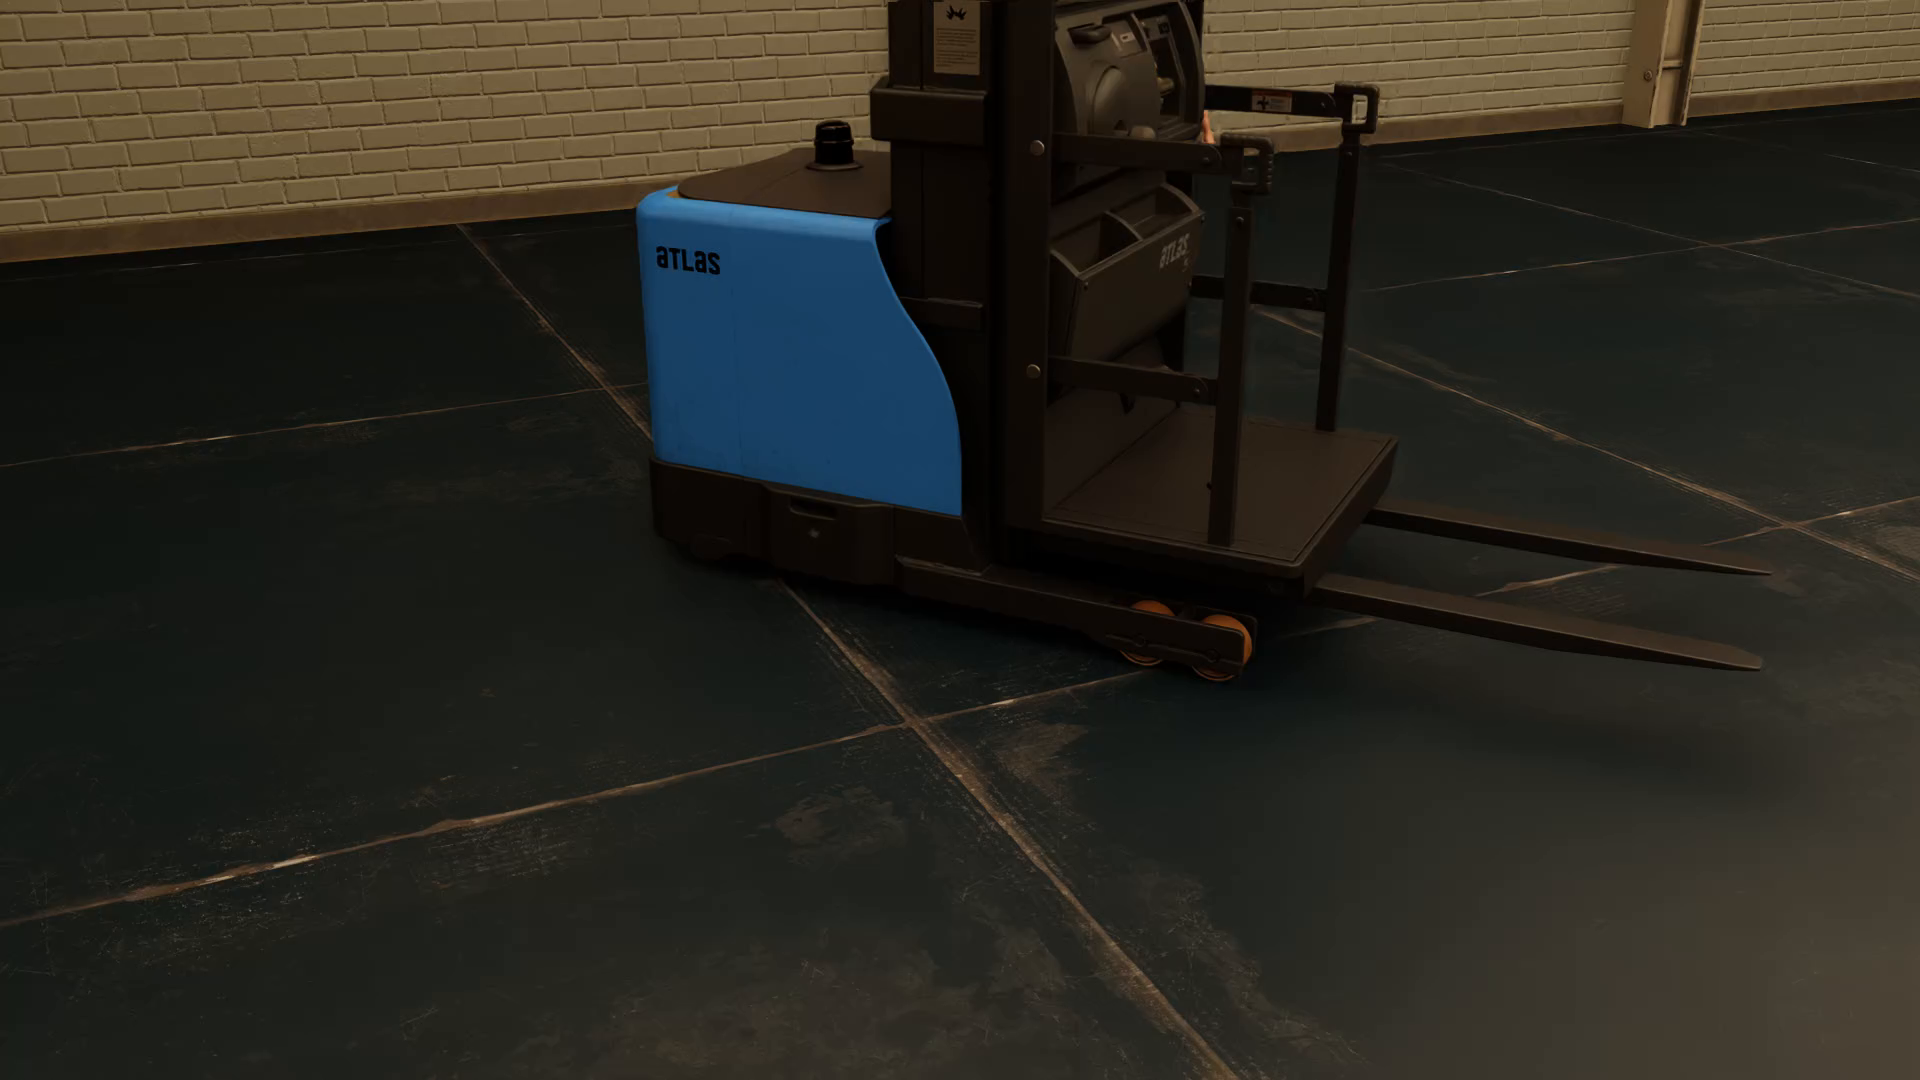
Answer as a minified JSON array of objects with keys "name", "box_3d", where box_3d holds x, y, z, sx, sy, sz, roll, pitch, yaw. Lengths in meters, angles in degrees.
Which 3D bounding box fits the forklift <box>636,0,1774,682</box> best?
[{"name":"forklift","box_3d":[0.633,-1.226,4.237,3.031,2.935,1.130,11,25,24]}]

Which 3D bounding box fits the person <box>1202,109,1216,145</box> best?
[{"name":"person","box_3d":[0.772,-1.771,7.326,0.722,1.581,0.628,4,23,11]}]
